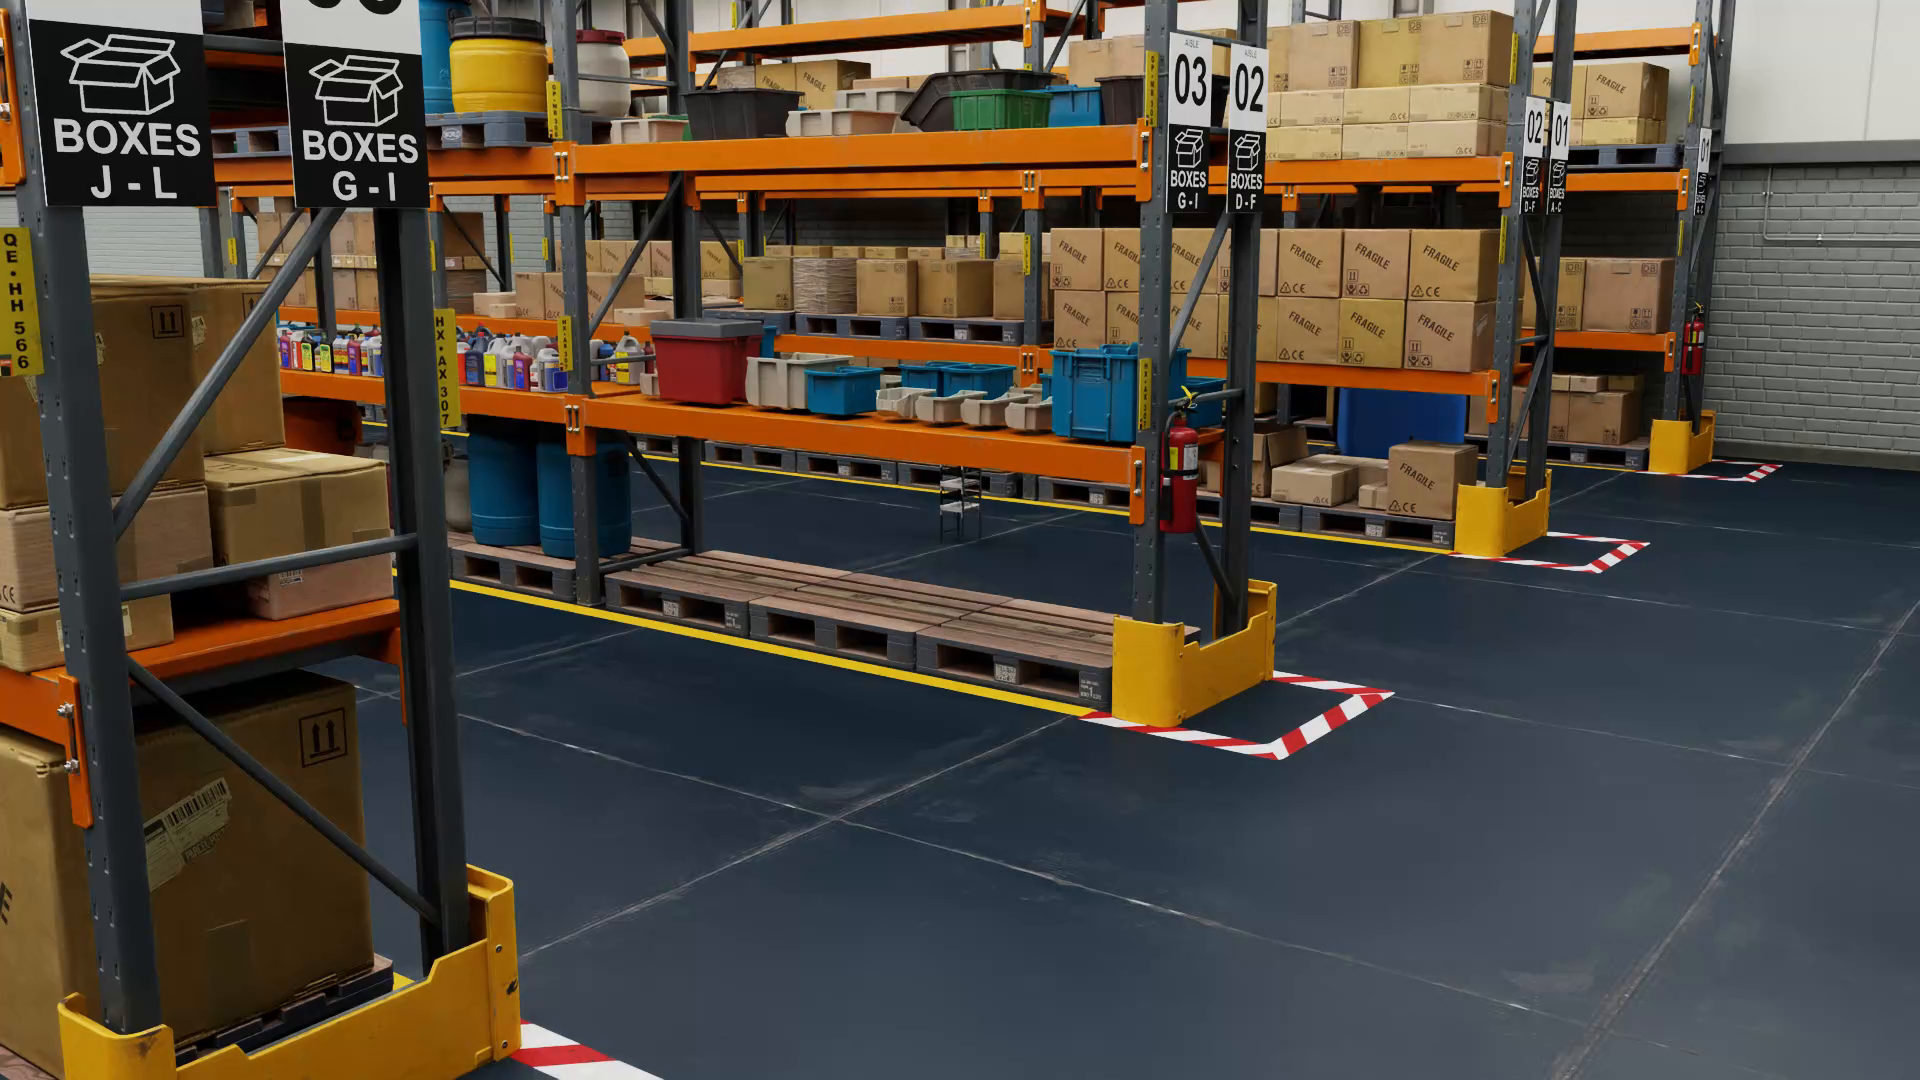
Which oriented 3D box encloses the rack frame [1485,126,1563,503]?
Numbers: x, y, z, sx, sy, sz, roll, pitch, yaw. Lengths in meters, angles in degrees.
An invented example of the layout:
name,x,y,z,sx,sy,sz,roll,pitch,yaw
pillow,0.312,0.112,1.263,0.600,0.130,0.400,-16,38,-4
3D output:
name,x,y,z,sx,sy,sz,roll,pitch,yaw
rack frame,4.105,-1.441,12.081,0.127,3.000,1.000,8,13,36

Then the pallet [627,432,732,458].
name,x,y,z,sx,sy,sz,roll,pitch,yaw
pallet,-2.983,-1.070,17.504,1.213,0.211,1.003,8,13,36

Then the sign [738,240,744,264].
name,x,y,z,sx,sy,sz,roll,pitch,yaw
sign,-2.953,-3.890,22.461,0.005,0.325,0.100,8,13,36

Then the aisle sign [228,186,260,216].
name,x,y,z,sx,sy,sz,roll,pitch,yaw
aisle sign,-9.025,-4.477,20.928,0.004,0.787,0.394,8,13,36

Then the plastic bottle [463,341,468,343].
name,x,y,z,sx,sy,sz,roll,pitch,yaw
plastic bottle,-3.313,-1.199,11.166,0.097,0.271,0.097,0,11,0

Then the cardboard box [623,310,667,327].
name,x,y,z,sx,sy,sz,roll,pitch,yaw
cardboard box,-3.231,-2.276,17.058,0.250,0.149,0.380,8,13,36

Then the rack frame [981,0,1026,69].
name,x,y,z,sx,sy,sz,roll,pitch,yaw
rack frame,0.586,-6.045,20.082,0.127,3.000,1.000,8,13,36

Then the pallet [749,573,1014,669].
name,x,y,z,sx,sy,sz,roll,pitch,yaw
pallet,-0.451,0.450,9.648,1.213,0.211,1.003,8,13,36

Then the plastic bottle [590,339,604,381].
name,x,y,z,sx,sy,sz,roll,pitch,yaw
plastic bottle,-2.496,-1.223,11.283,0.135,0.276,0.152,8,13,36

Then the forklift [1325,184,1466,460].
name,x,y,z,sx,sy,sz,roll,pitch,yaw
forklift,4.120,-2.125,15.795,1.130,2.935,3.031,2,11,9

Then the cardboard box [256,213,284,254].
name,x,y,z,sx,sy,sz,roll,pitch,yaw
cardboard box,-8.379,-3.865,20.934,0.500,0.500,0.700,8,14,36

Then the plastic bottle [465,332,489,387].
name,x,y,z,sx,sy,sz,roll,pitch,yaw
plastic bottle,-3.137,-1.183,10.875,0.185,0.351,0.144,8,13,36

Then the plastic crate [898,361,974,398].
name,x,y,z,sx,sy,sz,roll,pitch,yaw
plastic crate,-0.137,-0.890,9.517,0.300,0.233,0.416,8,13,36

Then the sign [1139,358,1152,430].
name,x,y,z,sx,sy,sz,roll,pitch,yaw
sign,0.858,-0.677,7.703,0.005,0.325,0.100,8,13,36

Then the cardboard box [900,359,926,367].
name,x,y,z,sx,sy,sz,roll,pitch,yaw
cardboard box,-0.371,-2.237,21.616,0.500,0.500,0.700,8,13,35

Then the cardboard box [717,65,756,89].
name,x,y,z,sx,sy,sz,roll,pitch,yaw
cardboard box,-1.995,-4.303,16.082,0.500,0.500,0.500,8,13,36

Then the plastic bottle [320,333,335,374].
name,x,y,z,sx,sy,sz,roll,pitch,yaw
plastic bottle,-4.480,-1.327,11.799,0.133,0.283,0.061,8,13,36

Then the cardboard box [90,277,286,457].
name,x,y,z,sx,sy,sz,roll,pitch,yaw
cardboard box,-2.391,-0.517,4.942,0.500,0.500,0.500,8,13,34

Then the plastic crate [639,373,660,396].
name,x,y,z,sx,sy,sz,roll,pitch,yaw
plastic crate,-1.763,-0.959,10.124,0.243,0.136,0.396,8,13,36

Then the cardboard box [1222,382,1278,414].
name,x,y,z,sx,sy,sz,roll,pitch,yaw
cardboard box,3.210,-1.853,18.767,0.750,0.750,0.750,8,14,36

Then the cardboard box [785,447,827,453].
name,x,y,z,sx,sy,sz,roll,pitch,yaw
cardboard box,-1.318,-1.119,15.840,0.500,0.500,0.500,8,13,35

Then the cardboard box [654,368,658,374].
name,x,y,z,sx,sy,sz,roll,pitch,yaw
cardboard box,-3.429,-1.691,18.032,0.500,0.311,0.500,7,13,34

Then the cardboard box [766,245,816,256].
name,x,y,z,sx,sy,sz,roll,pitch,yaw
cardboard box,-2.248,-3.752,22.603,0.500,0.500,0.700,8,14,36

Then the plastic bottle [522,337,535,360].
name,x,y,z,sx,sy,sz,roll,pitch,yaw
plastic bottle,-3.038,-1.263,11.488,0.135,0.276,0.152,8,13,36

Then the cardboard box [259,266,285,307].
name,x,y,z,sx,sy,sz,roll,pitch,yaw
cardboard box,-8.422,-3.234,21.088,0.500,0.500,0.700,8,14,36

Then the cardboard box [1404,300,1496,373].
name,x,y,z,sx,sy,sz,roll,pitch,yaw
cardboard box,3.583,-1.499,12.116,0.500,0.500,0.500,8,14,37

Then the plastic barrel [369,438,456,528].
name,x,y,z,sx,sy,sz,roll,pitch,yaw
plastic barrel,-3.963,-0.425,12.074,0.708,0.588,0.600,8,13,36

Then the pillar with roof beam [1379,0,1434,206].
name,x,y,z,sx,sy,sz,roll,pitch,yaw
pillar with roof beam,2.338,-4.990,14.629,0.400,9.000,9.100,8,13,36

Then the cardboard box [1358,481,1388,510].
name,x,y,z,sx,sy,sz,roll,pitch,yaw
cardboard box,3.248,-0.349,12.736,0.250,0.166,0.380,8,13,36

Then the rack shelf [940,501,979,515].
name,x,y,z,sx,sy,sz,roll,pitch,yaw
rack shelf,0.007,-0.231,12.480,0.200,0.077,0.258,8,13,36

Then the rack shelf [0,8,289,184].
name,x,y,z,sx,sy,sz,roll,pitch,yaw
rack shelf,-3.373,-1.269,5.190,4.000,0.370,1.077,8,13,36

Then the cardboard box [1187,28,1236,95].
name,x,y,z,sx,sy,sz,roll,pitch,yaw
cardboard box,2.022,-3.721,13.075,0.500,0.500,0.700,8,13,36

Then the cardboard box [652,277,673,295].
name,x,y,z,sx,sy,sz,roll,pitch,yaw
cardboard box,-4.010,-3.603,23.601,0.500,0.250,0.500,8,13,35

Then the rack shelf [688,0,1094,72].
name,x,y,z,sx,sy,sz,roll,pitch,yaw
rack shelf,-0.731,-4.511,15.104,4.000,0.370,1.077,8,13,36

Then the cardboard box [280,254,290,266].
name,x,y,z,sx,sy,sz,roll,pitch,yaw
cardboard box,-8.187,-3.473,20.612,0.250,0.149,0.380,8,14,36

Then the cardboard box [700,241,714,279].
name,x,y,z,sx,sy,sz,roll,pitch,yaw
cardboard box,-3.607,-3.914,23.233,0.500,0.500,0.500,8,13,35

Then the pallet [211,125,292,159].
name,x,y,z,sx,sy,sz,roll,pitch,yaw
pallet,-4.719,-2.862,12.024,1.213,0.211,1.003,8,13,36

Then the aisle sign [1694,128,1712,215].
name,x,y,z,sx,sy,sz,roll,pitch,yaw
aisle sign,6.915,-3.422,15.477,0.004,0.787,0.394,8,13,36

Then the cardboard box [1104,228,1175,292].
name,x,y,z,sx,sy,sz,roll,pitch,yaw
cardboard box,1.511,-2.277,13.505,0.500,0.500,0.500,7,13,34

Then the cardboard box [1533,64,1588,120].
name,x,y,z,sx,sy,sz,roll,pitch,yaw
cardboard box,5.886,-4.321,16.121,0.500,0.500,0.500,8,14,37

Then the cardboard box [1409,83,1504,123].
name,x,y,z,sx,sy,sz,roll,pitch,yaw
cardboard box,3.540,-3.104,11.860,0.500,0.250,0.500,8,13,36

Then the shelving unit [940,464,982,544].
name,x,y,z,sx,sy,sz,roll,pitch,yaw
shelving unit,0.007,-0.441,12.439,0.210,0.900,0.258,8,13,36

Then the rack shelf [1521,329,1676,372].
name,x,y,z,sx,sy,sz,roll,pitch,yaw
rack shelf,5.422,-2.071,17.234,4.000,0.370,1.077,8,13,36

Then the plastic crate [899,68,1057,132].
name,x,y,z,sx,sy,sz,roll,pitch,yaw
plastic crate,0.102,-2.339,8.990,0.767,0.338,0.504,8,13,36

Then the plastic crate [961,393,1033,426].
name,x,y,z,sx,sy,sz,roll,pitch,yaw
plastic crate,0.181,-0.682,8.693,0.243,0.136,0.396,8,13,36

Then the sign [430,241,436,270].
name,x,y,z,sx,sy,sz,roll,pitch,yaw
sign,-5.894,-3.169,18.525,0.005,0.325,0.100,8,13,36

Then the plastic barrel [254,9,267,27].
name,x,y,z,sx,sy,sz,roll,pitch,yaw
plastic barrel,-4.822,-3.408,12.115,0.708,0.830,0.600,8,13,36

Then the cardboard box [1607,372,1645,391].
name,x,y,z,sx,sy,sz,roll,pitch,yaw
cardboard box,6.630,-1.577,16.552,0.250,0.149,0.380,8,14,36

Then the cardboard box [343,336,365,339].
name,x,y,z,sx,sy,sz,roll,pitch,yaw
cardboard box,-7.283,-2.201,20.168,0.500,0.500,0.500,8,13,36

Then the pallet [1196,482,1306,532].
name,x,y,z,sx,sy,sz,roll,pitch,yaw
pallet,2.422,-0.307,13.562,1.213,0.211,1.003,8,13,36

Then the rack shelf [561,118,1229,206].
name,x,y,z,sx,sy,sz,roll,pitch,yaw
rack shelf,-0.442,-2.027,9.109,4.000,0.370,1.077,8,13,36

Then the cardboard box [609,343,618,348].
name,x,y,z,sx,sy,sz,roll,pitch,yaw
cardboard box,-5.357,-2.803,25.042,0.500,0.311,0.500,6,13,29
